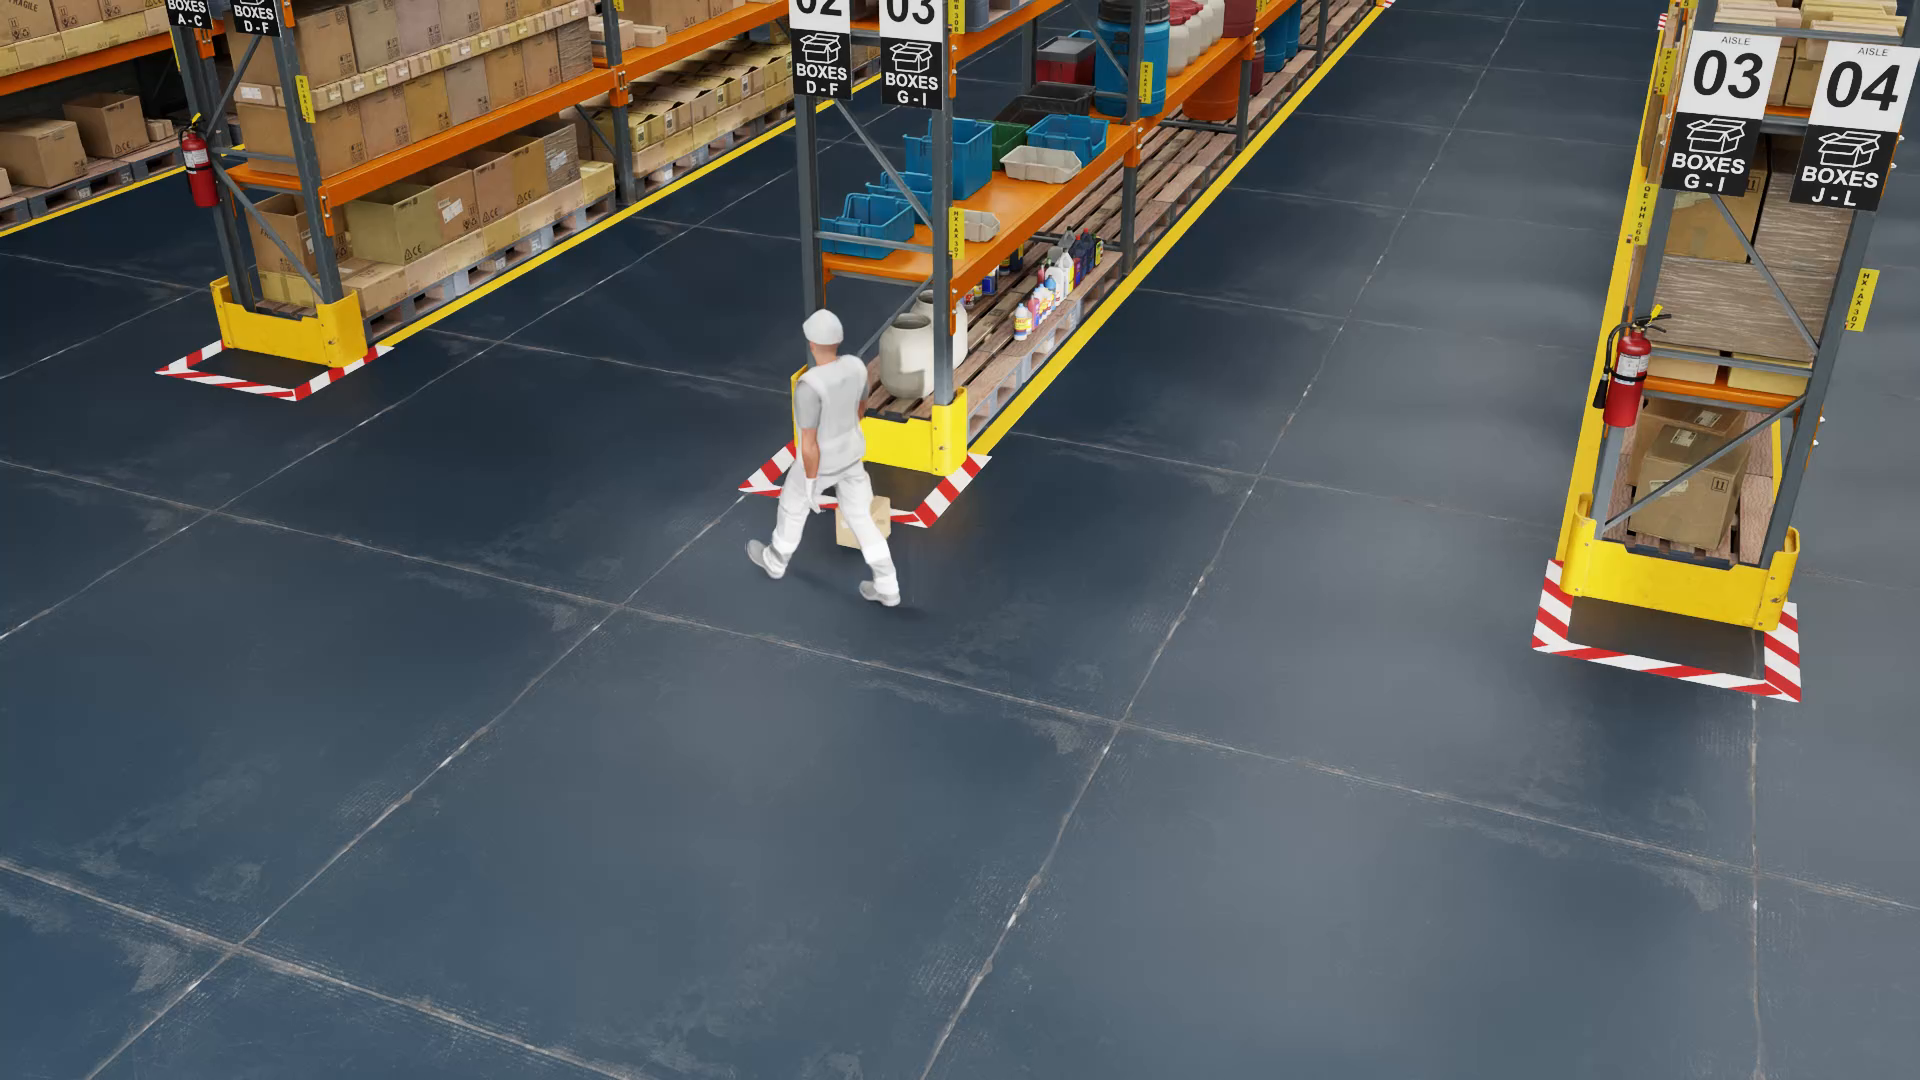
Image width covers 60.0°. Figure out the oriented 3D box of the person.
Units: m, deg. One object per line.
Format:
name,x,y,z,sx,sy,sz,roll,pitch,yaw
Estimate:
person,-0.791,-0.495,9.274,0.563,1.736,1.008,-25,38,-36
